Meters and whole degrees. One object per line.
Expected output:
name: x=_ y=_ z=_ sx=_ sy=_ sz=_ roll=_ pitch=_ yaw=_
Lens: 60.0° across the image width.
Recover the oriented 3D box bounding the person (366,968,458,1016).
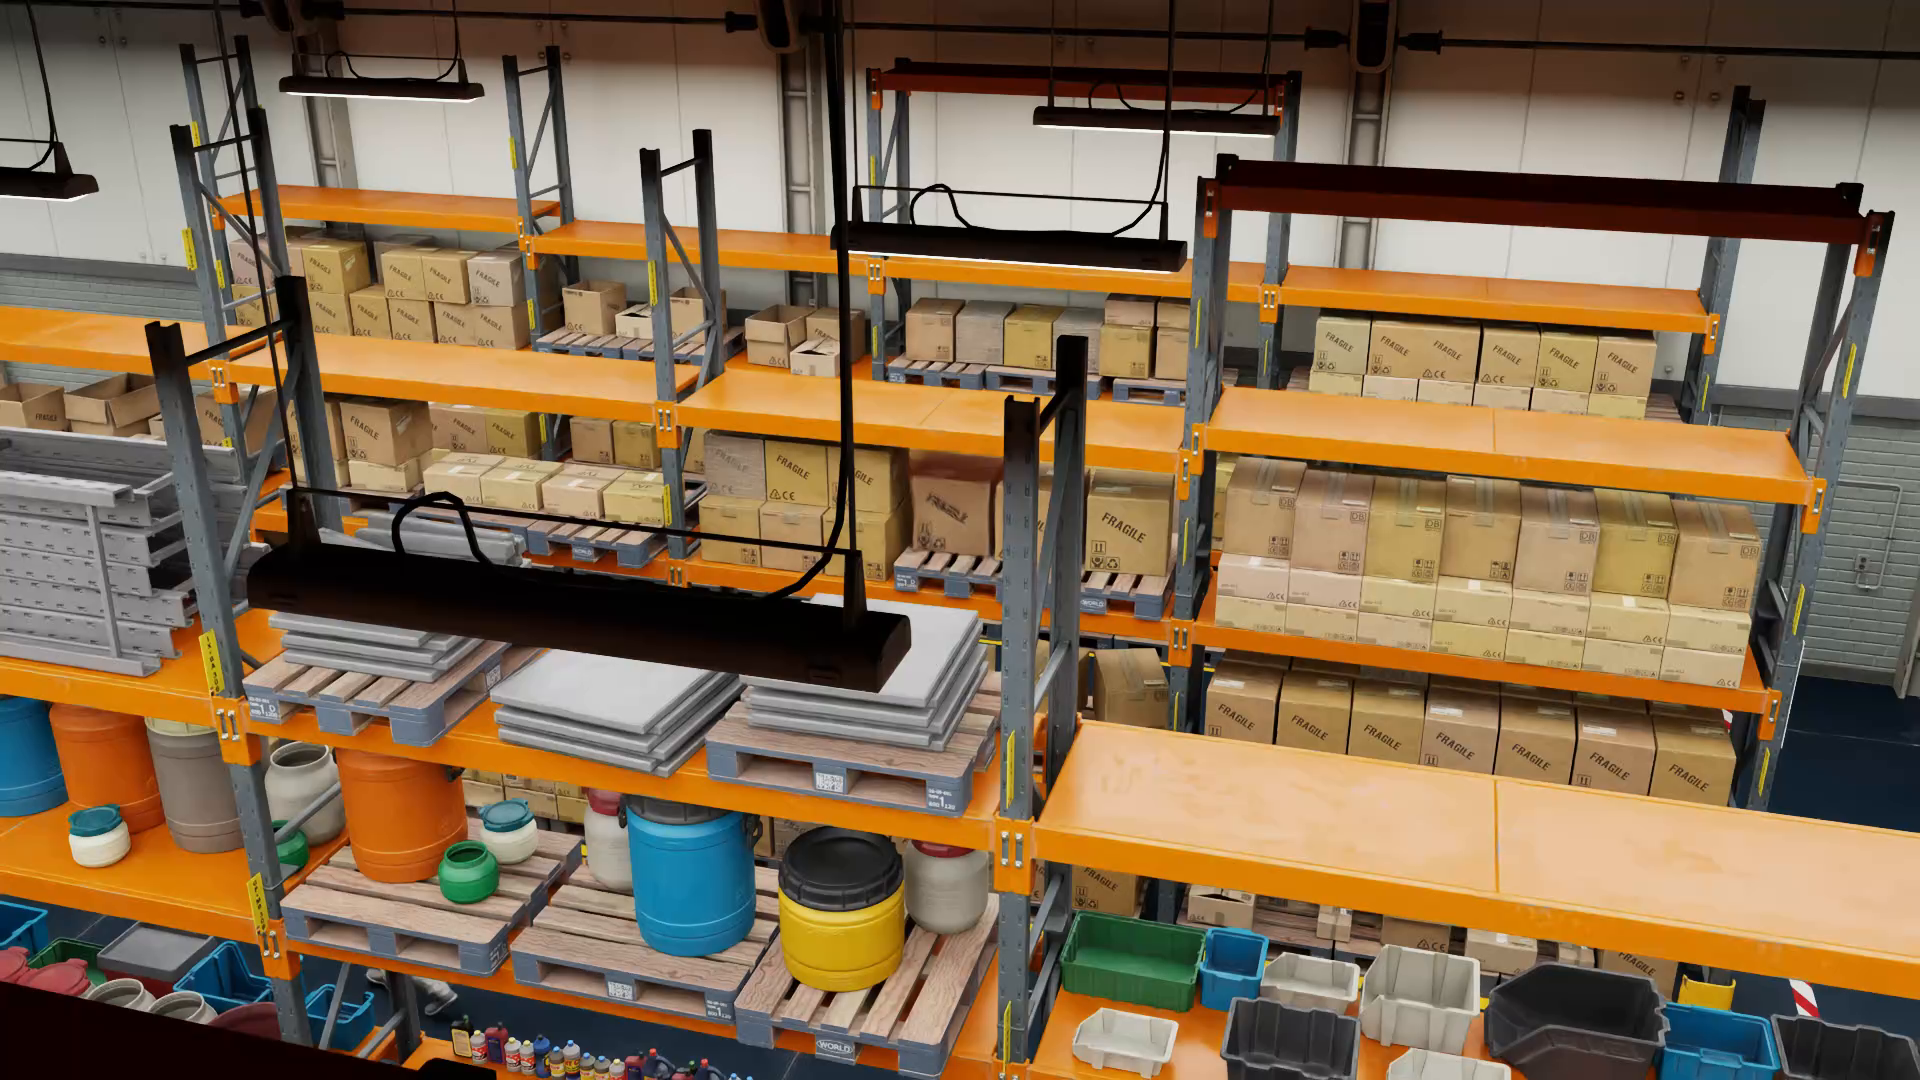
person: x=-4.101 y=2.712 z=12.208 sx=0.945 sy=1.557 sz=0.474 roll=10 pitch=24 yaw=22
